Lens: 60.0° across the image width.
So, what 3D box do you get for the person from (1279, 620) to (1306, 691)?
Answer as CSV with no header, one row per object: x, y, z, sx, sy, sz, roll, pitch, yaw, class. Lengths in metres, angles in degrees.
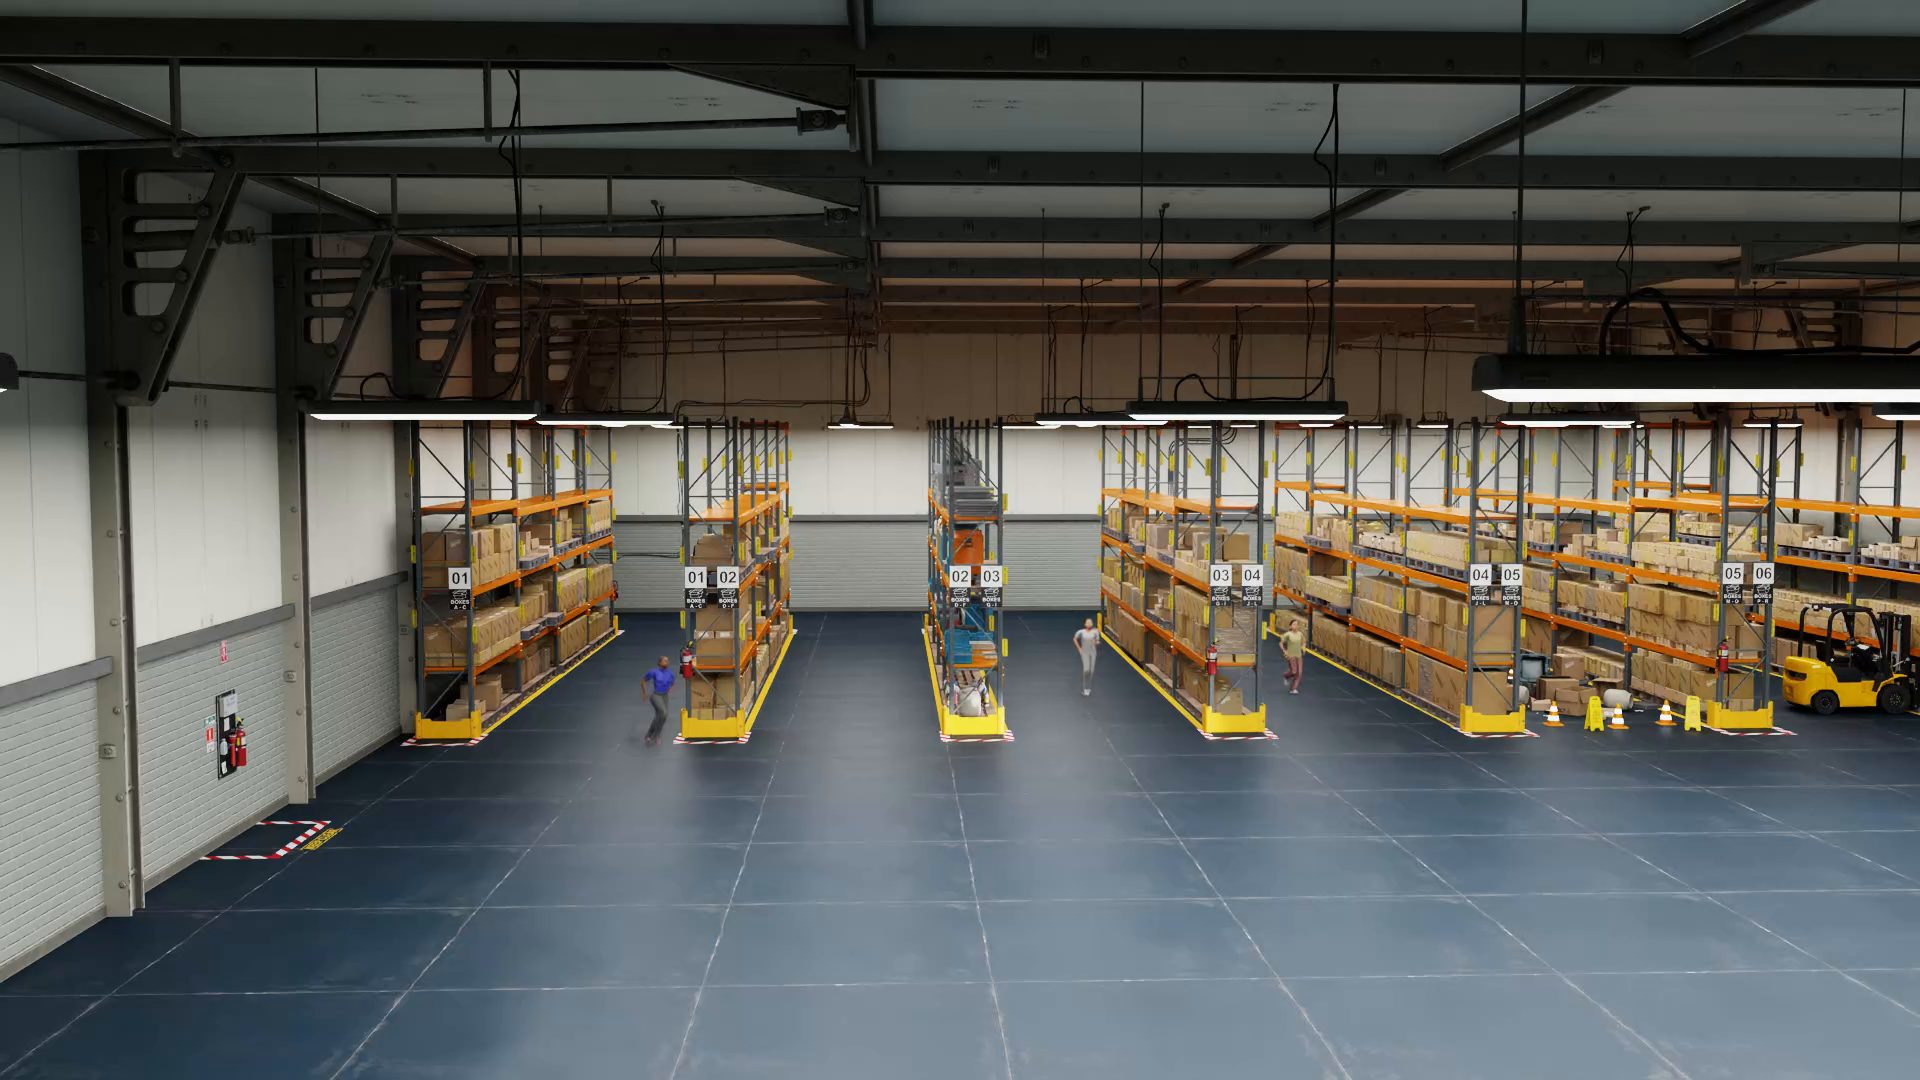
7.313,2.533,36.322,0.594,1.547,0.498,-1,4,-12,person

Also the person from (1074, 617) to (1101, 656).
2.794,2.094,36.058,0.543,0.822,0.593,-1,4,-12,person

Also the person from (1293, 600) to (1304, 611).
10.114,1.738,49.197,0.675,1.532,0.736,3,5,35,person
